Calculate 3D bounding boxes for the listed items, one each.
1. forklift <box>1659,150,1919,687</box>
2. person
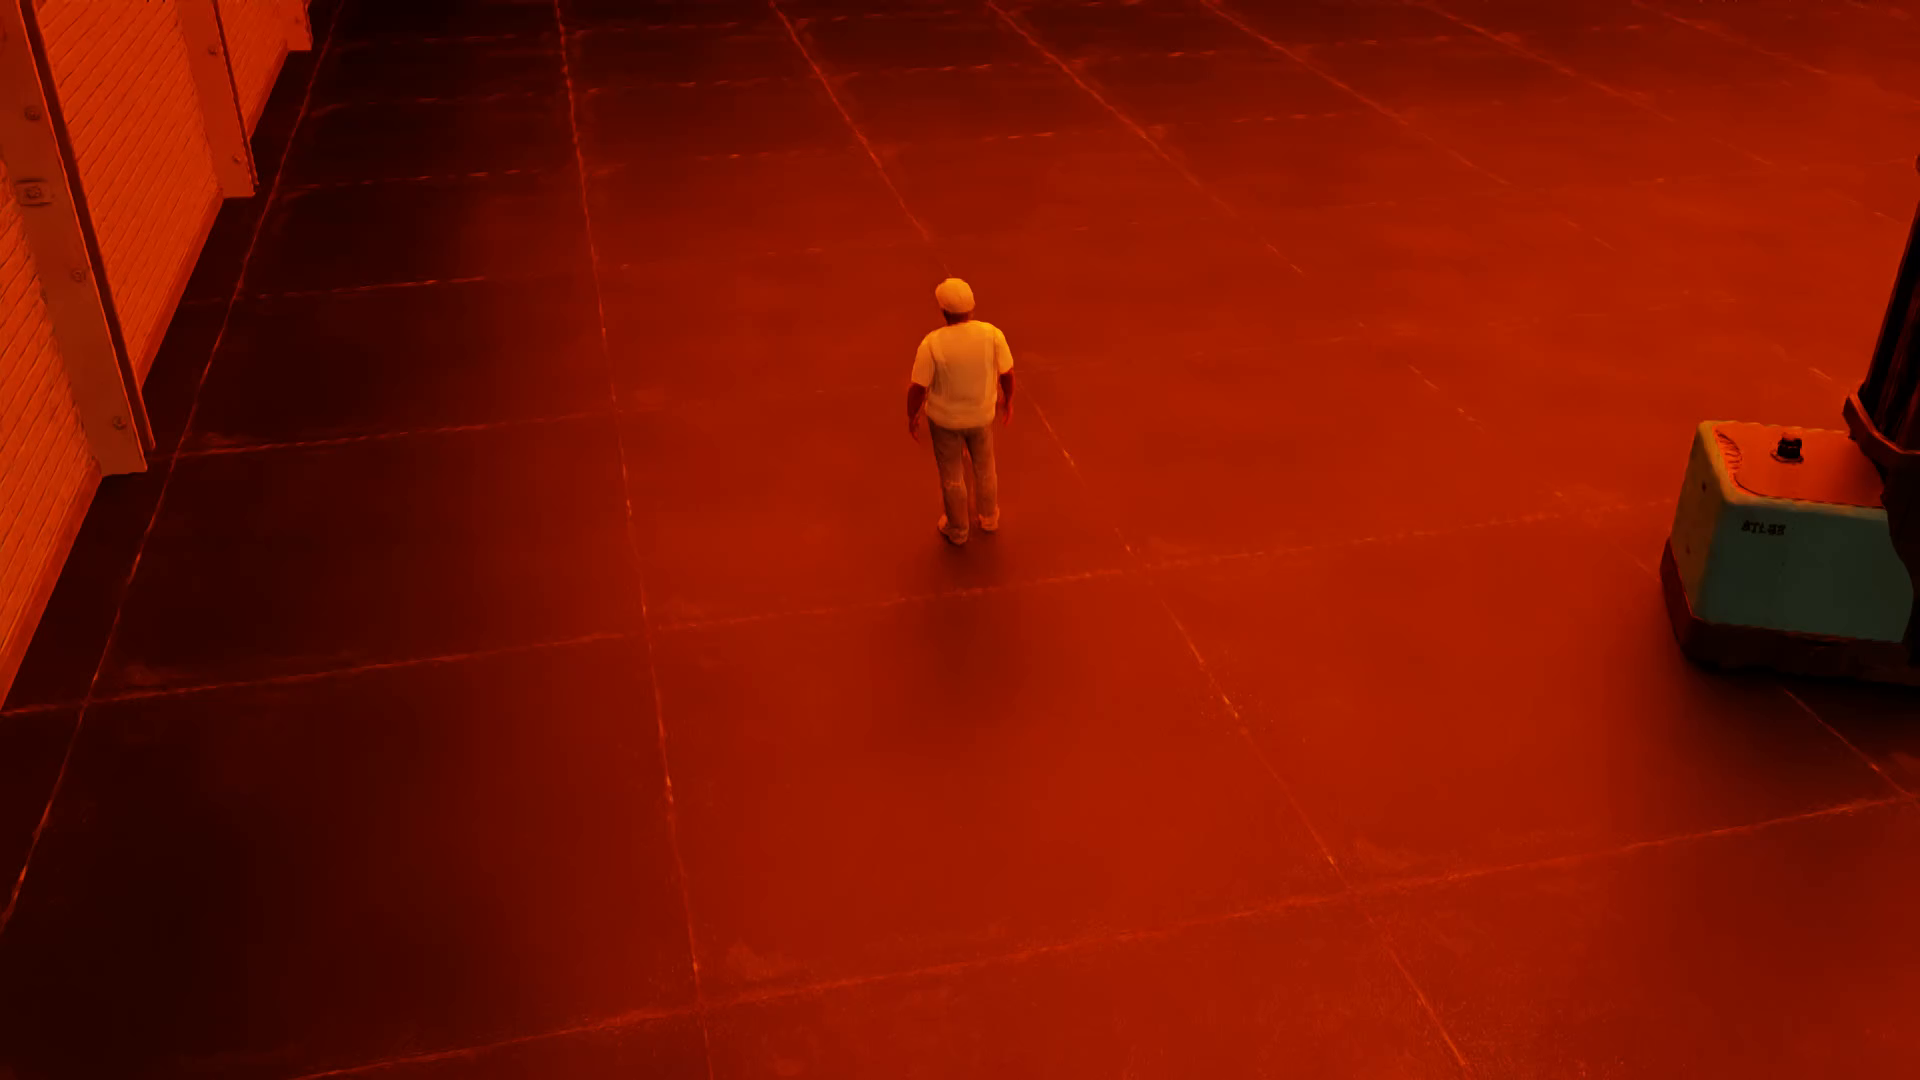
[{"bbox_3d":[5.608,-0.650,8.697,3.031,2.935,1.130,6,31,11],"label":"forklift"},{"bbox_3d":[-0.011,-0.805,10.114,0.665,1.766,0.576,-7,31,-12],"label":"person"}]
